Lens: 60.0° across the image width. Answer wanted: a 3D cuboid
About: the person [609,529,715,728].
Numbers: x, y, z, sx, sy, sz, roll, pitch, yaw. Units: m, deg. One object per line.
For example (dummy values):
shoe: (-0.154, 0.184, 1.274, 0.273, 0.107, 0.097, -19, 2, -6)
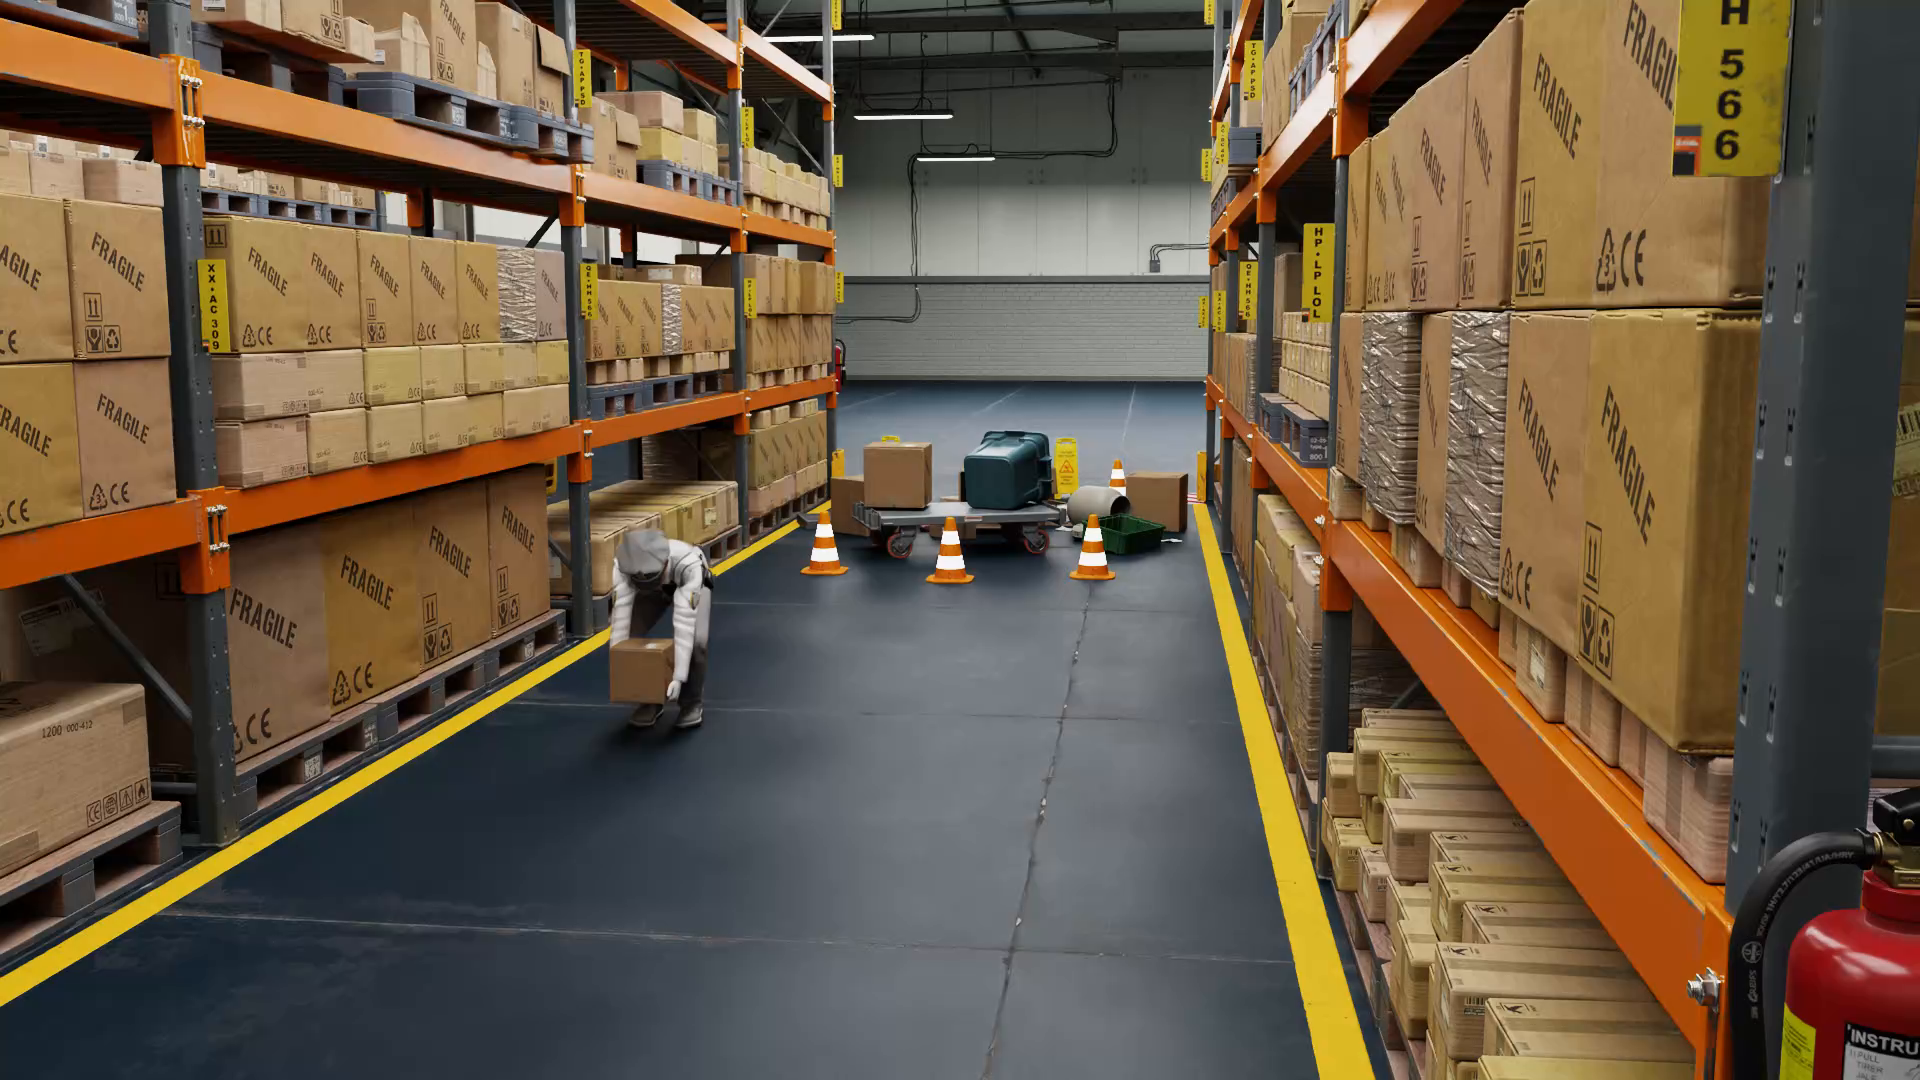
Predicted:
person: (-1.411, 0.403, 7.830, 0.448, 0.995, 0.911, 1, 8, 4)
